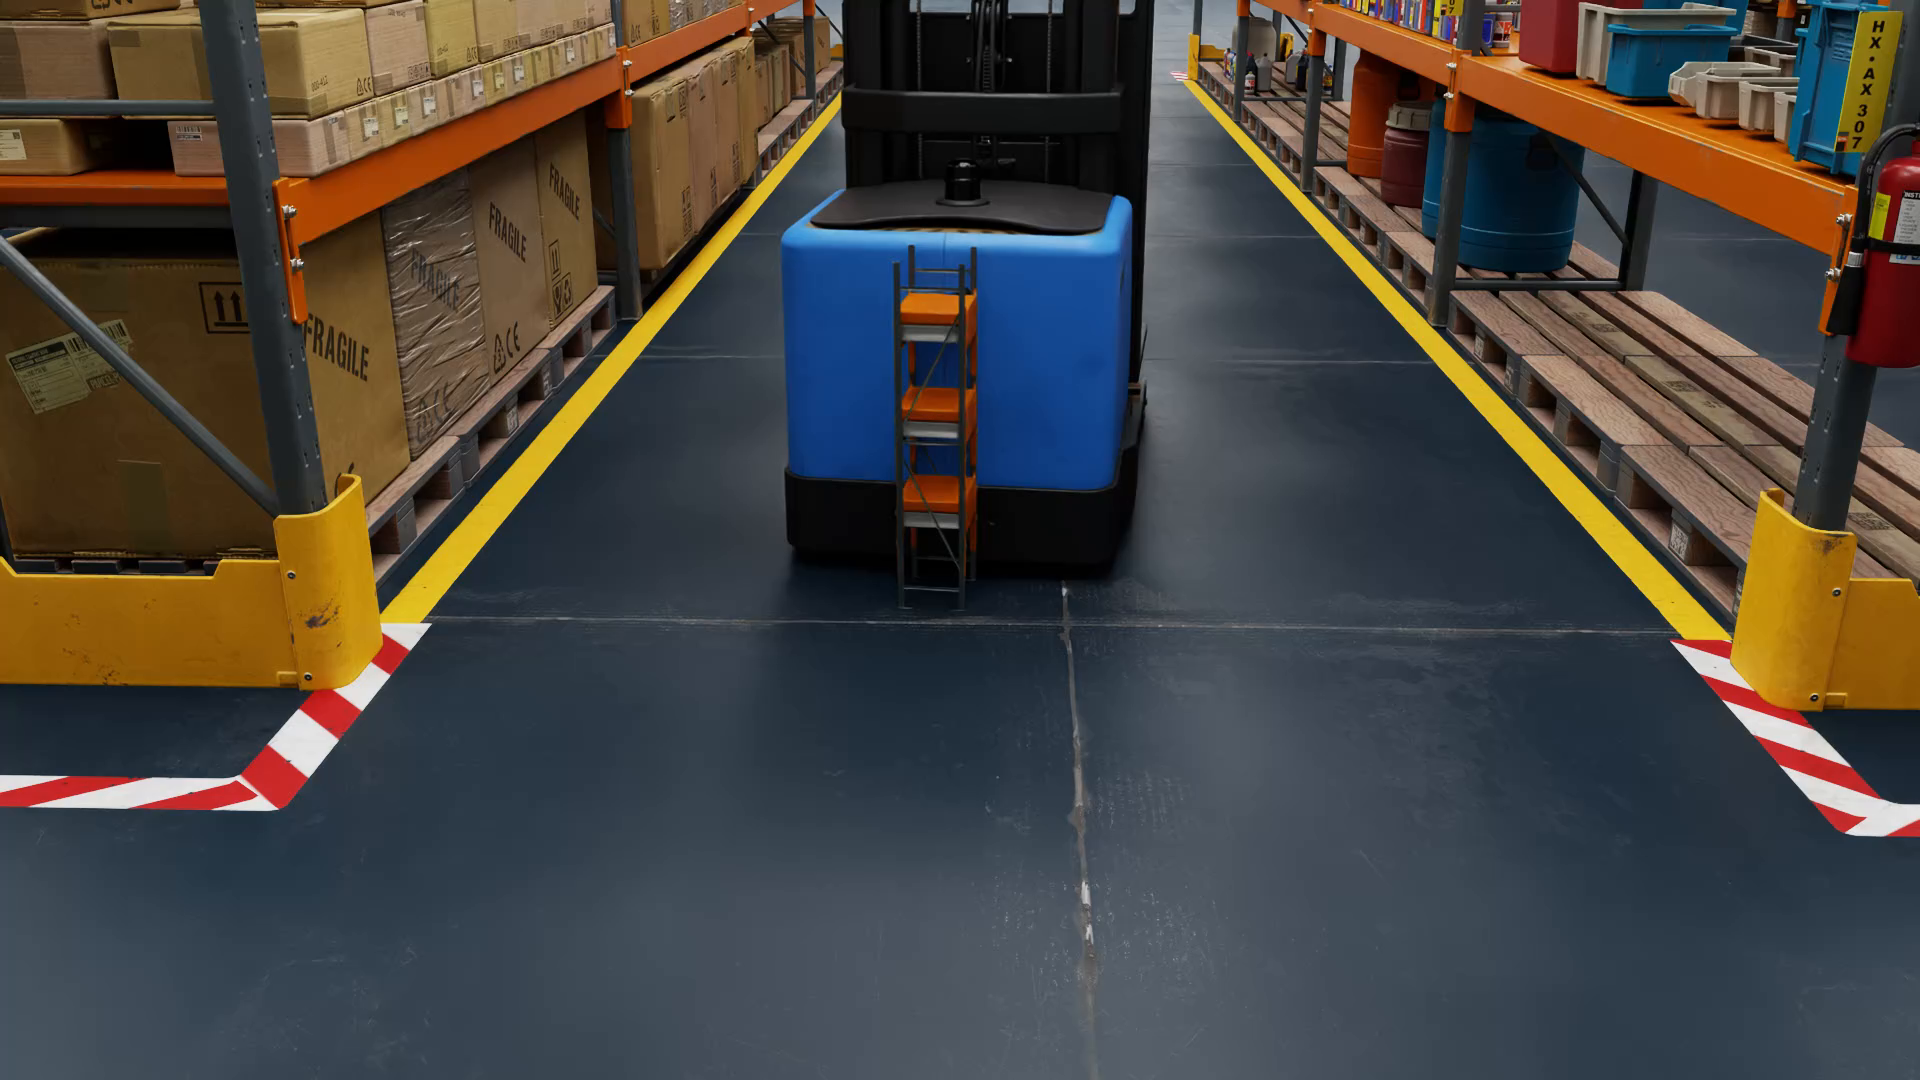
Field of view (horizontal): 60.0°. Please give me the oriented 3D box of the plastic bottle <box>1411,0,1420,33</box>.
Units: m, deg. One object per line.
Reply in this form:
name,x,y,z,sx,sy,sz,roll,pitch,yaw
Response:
plastic bottle,2.558,-2.912,9.058,0.152,0.276,0.135,1,21,2

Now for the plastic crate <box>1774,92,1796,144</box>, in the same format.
plastic crate,2.561,-1.216,4.798,0.396,0.136,0.243,1,21,2

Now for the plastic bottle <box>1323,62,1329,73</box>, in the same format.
plastic bottle,3.512,-4.516,16.178,0.152,0.276,0.135,1,21,4

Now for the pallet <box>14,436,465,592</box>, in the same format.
pallet,-2.287,-0.059,5.388,1.003,0.211,1.213,1,21,2

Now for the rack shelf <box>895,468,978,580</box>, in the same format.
rack shelf,-0.068,-0.051,5.008,0.215,0.259,0.240,3,21,8

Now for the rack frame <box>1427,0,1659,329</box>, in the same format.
rack frame,2.839,-2.460,7.723,1.000,3.000,0.127,1,21,2

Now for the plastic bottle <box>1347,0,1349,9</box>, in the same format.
plastic bottle,2.590,-3.584,10.895,0.097,0.201,0.097,0,21,0

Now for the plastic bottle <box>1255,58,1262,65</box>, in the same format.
plastic bottle,2.968,-4.601,16.398,0.152,0.276,0.135,1,21,2

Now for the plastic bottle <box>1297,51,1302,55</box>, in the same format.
plastic bottle,3.547,-4.925,17.232,0.152,0.276,0.135,0,21,0

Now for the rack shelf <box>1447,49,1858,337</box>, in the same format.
rack shelf,2.778,-1.402,5.990,1.077,0.370,4.000,1,21,2

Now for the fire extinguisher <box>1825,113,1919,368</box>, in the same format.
fire extinguisher,2.258,-0.755,3.950,0.296,0.674,0.183,1,21,2

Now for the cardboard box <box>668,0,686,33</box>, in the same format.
cardboard box,-1.818,-3.088,9.202,0.500,0.500,0.500,0,21,0

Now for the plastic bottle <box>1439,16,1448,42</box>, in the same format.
plastic bottle,2.539,-2.681,8.463,0.152,0.276,0.135,1,21,2

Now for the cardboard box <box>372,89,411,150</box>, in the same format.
cardboard box,-1.879,-1.262,4.981,0.380,0.149,0.250,0,21,0

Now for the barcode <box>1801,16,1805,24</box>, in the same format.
barcode,7.609,-4.697,15.007,0.001,0.075,0.075,1,21,2

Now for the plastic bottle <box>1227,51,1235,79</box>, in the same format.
plastic bottle,2.824,-4.920,17.226,0.097,0.271,0.097,0,21,0

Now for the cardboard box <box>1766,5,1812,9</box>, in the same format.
cardboard box,8.390,-5.086,16.675,0.500,0.500,0.500,1,21,2

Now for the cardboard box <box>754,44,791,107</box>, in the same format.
cardboard box,-1.909,-4.225,15.120,0.700,0.500,0.500,-1,21,-3

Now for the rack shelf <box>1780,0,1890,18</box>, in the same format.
rack shelf,7.972,-4.239,13.301,1.077,0.370,4.000,1,21,2

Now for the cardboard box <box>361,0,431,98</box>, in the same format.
cardboard box,-1.940,-1.496,5.034,0.500,0.250,0.500,0,21,1

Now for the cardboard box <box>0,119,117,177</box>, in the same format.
cardboard box,-2.552,-1.084,4.523,0.380,0.149,0.250,1,21,3

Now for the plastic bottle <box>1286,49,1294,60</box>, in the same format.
plastic bottle,3.445,-4.979,17.362,0.061,0.283,0.133,1,21,2

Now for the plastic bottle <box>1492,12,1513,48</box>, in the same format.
plastic bottle,2.653,-2.519,8.150,0.097,0.201,0.097,0,21,0

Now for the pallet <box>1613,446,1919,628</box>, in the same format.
pallet,2.781,-0.012,5.268,1.003,0.211,1.213,1,21,2

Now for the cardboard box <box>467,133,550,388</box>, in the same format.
cardboard box,-2.239,-1.157,6.721,0.875,0.875,0.875,1,21,2

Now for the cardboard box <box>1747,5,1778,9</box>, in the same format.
cardboard box,7.867,-5.092,16.690,0.500,0.500,0.500,1,21,2

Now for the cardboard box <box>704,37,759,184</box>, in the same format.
cardboard box,-2.032,-2.917,11.257,1.225,0.875,0.875,0,21,-1

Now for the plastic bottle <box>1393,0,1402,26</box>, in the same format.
plastic bottle,2.527,-3.083,9.490,0.061,0.283,0.133,1,21,2

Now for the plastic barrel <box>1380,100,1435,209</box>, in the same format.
plastic barrel,2.928,-2.393,10.302,0.600,0.588,0.708,1,21,2

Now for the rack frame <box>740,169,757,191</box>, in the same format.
rack frame,-1.990,-3.961,11.591,1.000,3.000,0.127,1,21,2

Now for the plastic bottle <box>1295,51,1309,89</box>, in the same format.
plastic bottle,3.377,-4.612,16.322,0.144,0.351,0.185,1,21,2

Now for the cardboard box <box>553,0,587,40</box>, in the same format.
cardboard box,-1.876,-2.234,6.936,0.500,0.250,0.500,1,21,3

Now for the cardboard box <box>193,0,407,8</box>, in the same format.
cardboard box,-1.934,-1.838,4.880,0.500,0.500,0.500,0,21,0

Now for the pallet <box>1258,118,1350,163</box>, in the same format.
pallet,3.063,-3.326,13.810,1.003,0.211,1.213,1,21,2

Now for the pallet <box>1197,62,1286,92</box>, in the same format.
pallet,3.218,-5.178,18.581,1.003,0.211,1.213,1,21,2

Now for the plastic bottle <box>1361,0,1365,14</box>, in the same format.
plastic bottle,2.575,-3.404,10.430,0.097,0.201,0.097,0,21,0

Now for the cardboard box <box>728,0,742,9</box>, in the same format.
cardboard box,-1.758,-3.827,11.106,0.500,0.500,0.500,1,21,3

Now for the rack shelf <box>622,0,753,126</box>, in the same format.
rack shelf,-2.051,-2.903,9.858,1.077,0.370,4.000,1,21,2

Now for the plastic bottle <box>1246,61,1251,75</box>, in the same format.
plastic bottle,2.767,-4.469,16.048,0.061,0.283,0.133,2,21,4

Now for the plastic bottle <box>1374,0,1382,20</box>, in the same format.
plastic bottle,2.543,-3.282,10.002,0.061,0.283,0.133,1,21,2

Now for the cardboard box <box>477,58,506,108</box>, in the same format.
cardboard box,-1.847,-1.632,5.937,0.380,0.149,0.250,0,21,0

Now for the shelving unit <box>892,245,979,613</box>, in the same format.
shelving unit,-0.068,-0.320,4.903,0.215,1.050,0.252,3,21,8

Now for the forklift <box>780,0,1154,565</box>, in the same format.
forklift,0.166,-1.786,6.081,1.130,2.935,3.031,3,21,8

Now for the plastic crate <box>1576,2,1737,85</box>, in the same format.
plastic crate,2.608,-1.883,6.316,0.437,0.282,0.530,1,21,2

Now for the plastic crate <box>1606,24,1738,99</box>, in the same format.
plastic crate,2.523,-1.709,5.936,0.416,0.233,0.300,1,21,2

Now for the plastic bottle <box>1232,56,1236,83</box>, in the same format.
plastic bottle,2.838,-4.769,16.831,0.152,0.276,0.135,1,21,3

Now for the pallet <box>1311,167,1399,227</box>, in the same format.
pallet,2.978,-2.321,11.219,1.003,0.211,1.213,1,21,2

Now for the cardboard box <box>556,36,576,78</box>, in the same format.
cardboard box,-1.817,-2.005,6.897,0.380,0.149,0.250,1,21,3

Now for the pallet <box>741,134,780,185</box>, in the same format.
pallet,-1.965,-2.944,12.824,1.003,0.211,1.213,1,21,2

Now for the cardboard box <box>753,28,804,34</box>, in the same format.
cardboard box,-1.866,-5.015,17.181,0.500,0.500,0.500,-1,21,-3

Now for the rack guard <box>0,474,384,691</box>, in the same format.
rack guard,-2.234,0.105,4.566,1.175,0.500,0.348,1,21,2

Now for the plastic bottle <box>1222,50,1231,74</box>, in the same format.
plastic bottle,2.837,-5.080,17.639,0.097,0.271,0.097,0,21,0
